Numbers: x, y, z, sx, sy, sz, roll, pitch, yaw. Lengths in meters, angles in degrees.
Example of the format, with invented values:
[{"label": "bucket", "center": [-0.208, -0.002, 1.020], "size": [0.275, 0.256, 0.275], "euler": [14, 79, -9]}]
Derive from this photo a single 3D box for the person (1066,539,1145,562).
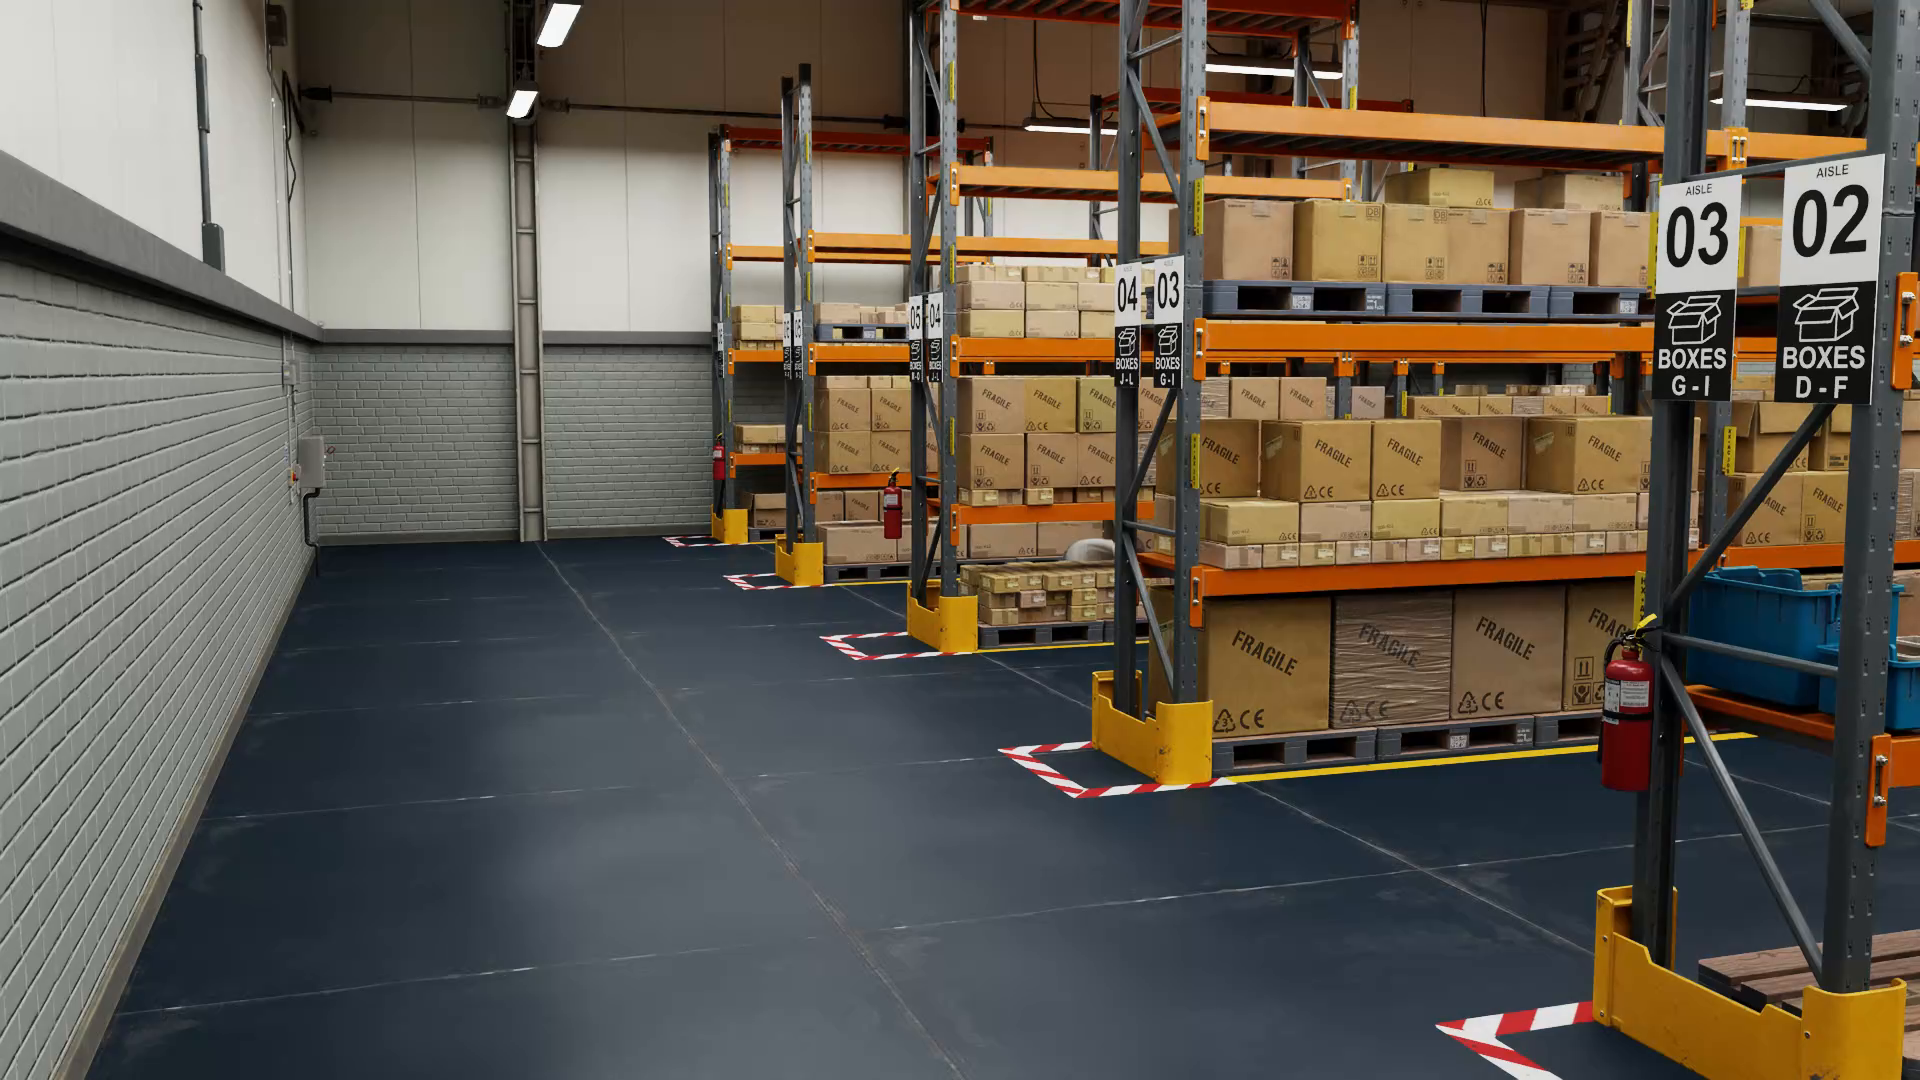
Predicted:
[{"label": "person", "center": [1.544, 0.370, 17.538], "size": [0.866, 0.768, 0.466], "euler": [-2, 6, -14]}]
